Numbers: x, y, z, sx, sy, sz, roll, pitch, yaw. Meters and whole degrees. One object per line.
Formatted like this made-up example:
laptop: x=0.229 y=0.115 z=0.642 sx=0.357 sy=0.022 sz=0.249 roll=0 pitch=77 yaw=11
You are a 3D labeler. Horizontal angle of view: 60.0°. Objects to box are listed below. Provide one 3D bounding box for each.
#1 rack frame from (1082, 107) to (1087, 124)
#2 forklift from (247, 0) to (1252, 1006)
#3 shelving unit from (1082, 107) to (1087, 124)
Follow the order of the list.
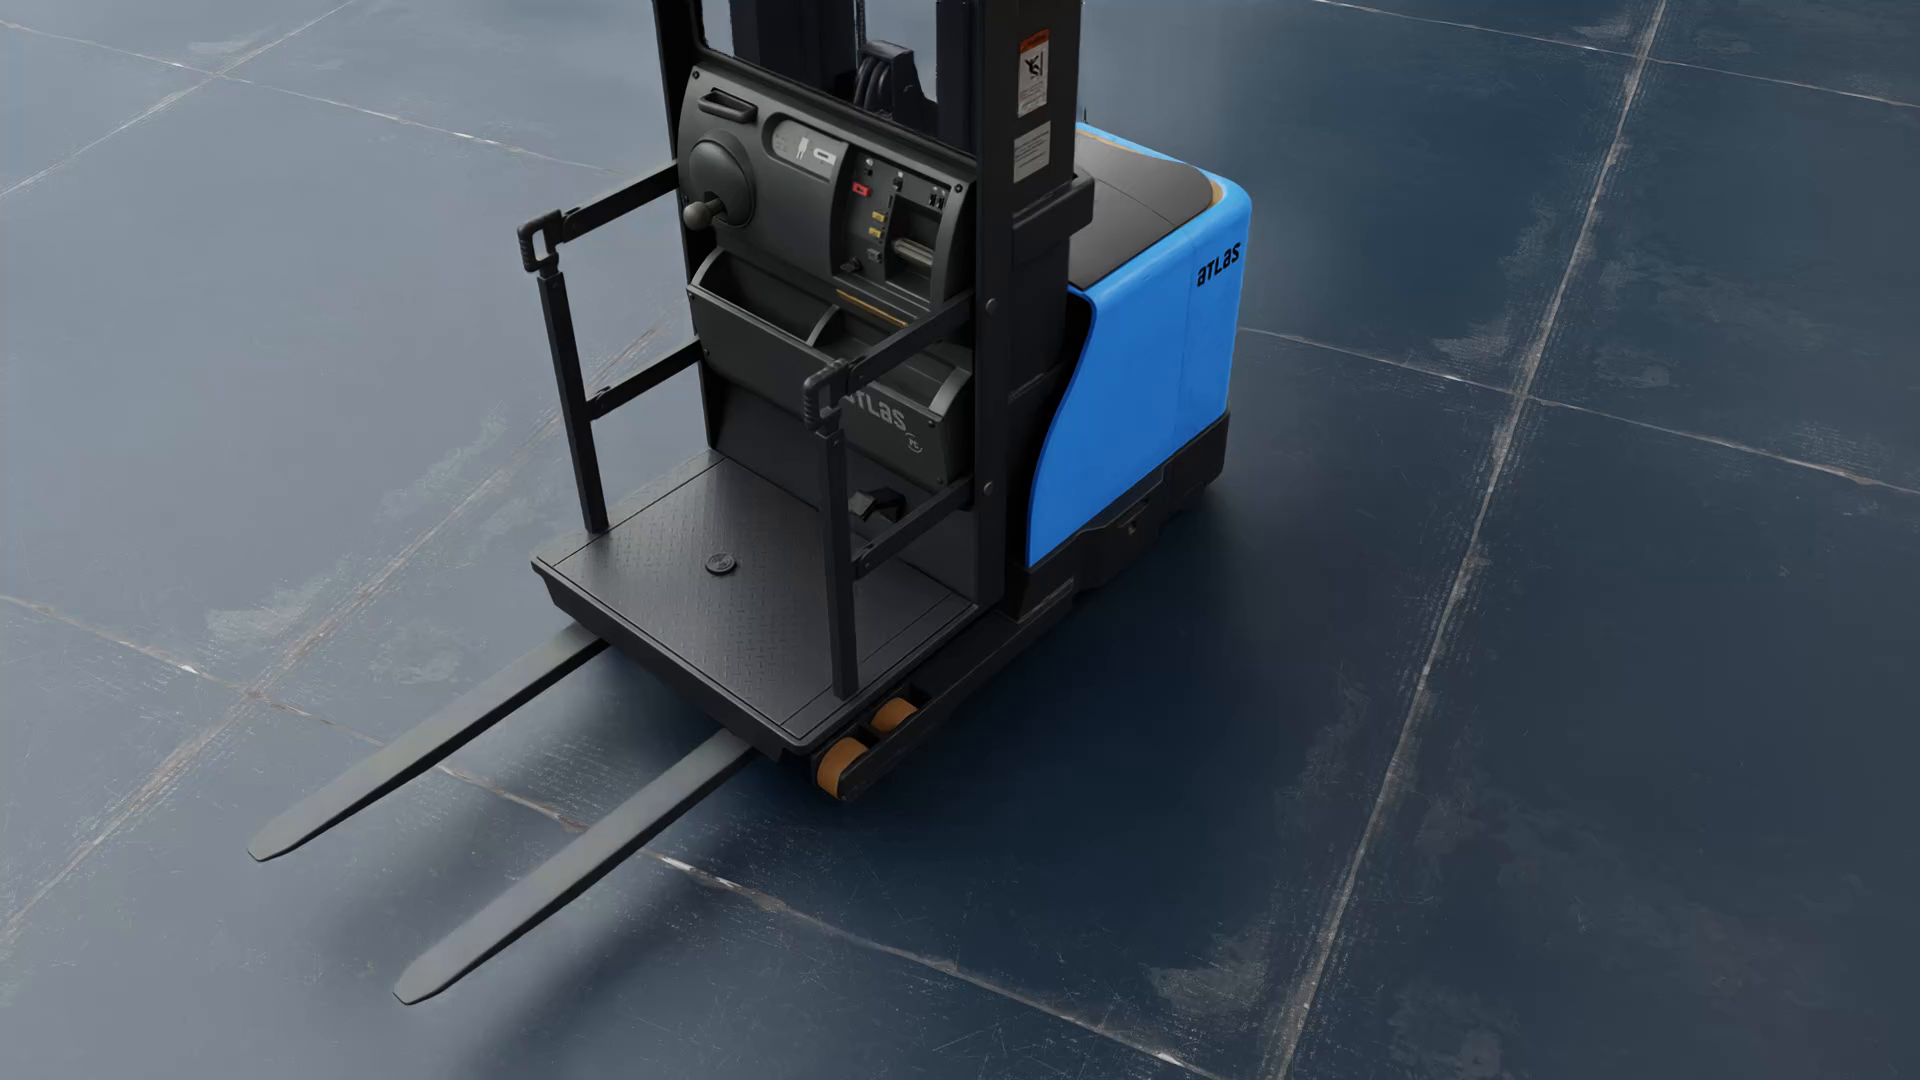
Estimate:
rack frame: x=0.443 y=-1.027 z=5.747 sx=0.006 sy=0.900 sz=0.240 roll=-10 pitch=42 yaw=-11
forklift: x=-0.489 y=-0.789 z=3.923 sx=1.130 sy=2.935 sz=3.031 roll=30 pitch=49 yaw=30
shelving unit: x=0.344 y=-1.010 z=5.728 sx=0.210 sy=0.900 sz=0.258 roll=-10 pitch=42 yaw=-11
